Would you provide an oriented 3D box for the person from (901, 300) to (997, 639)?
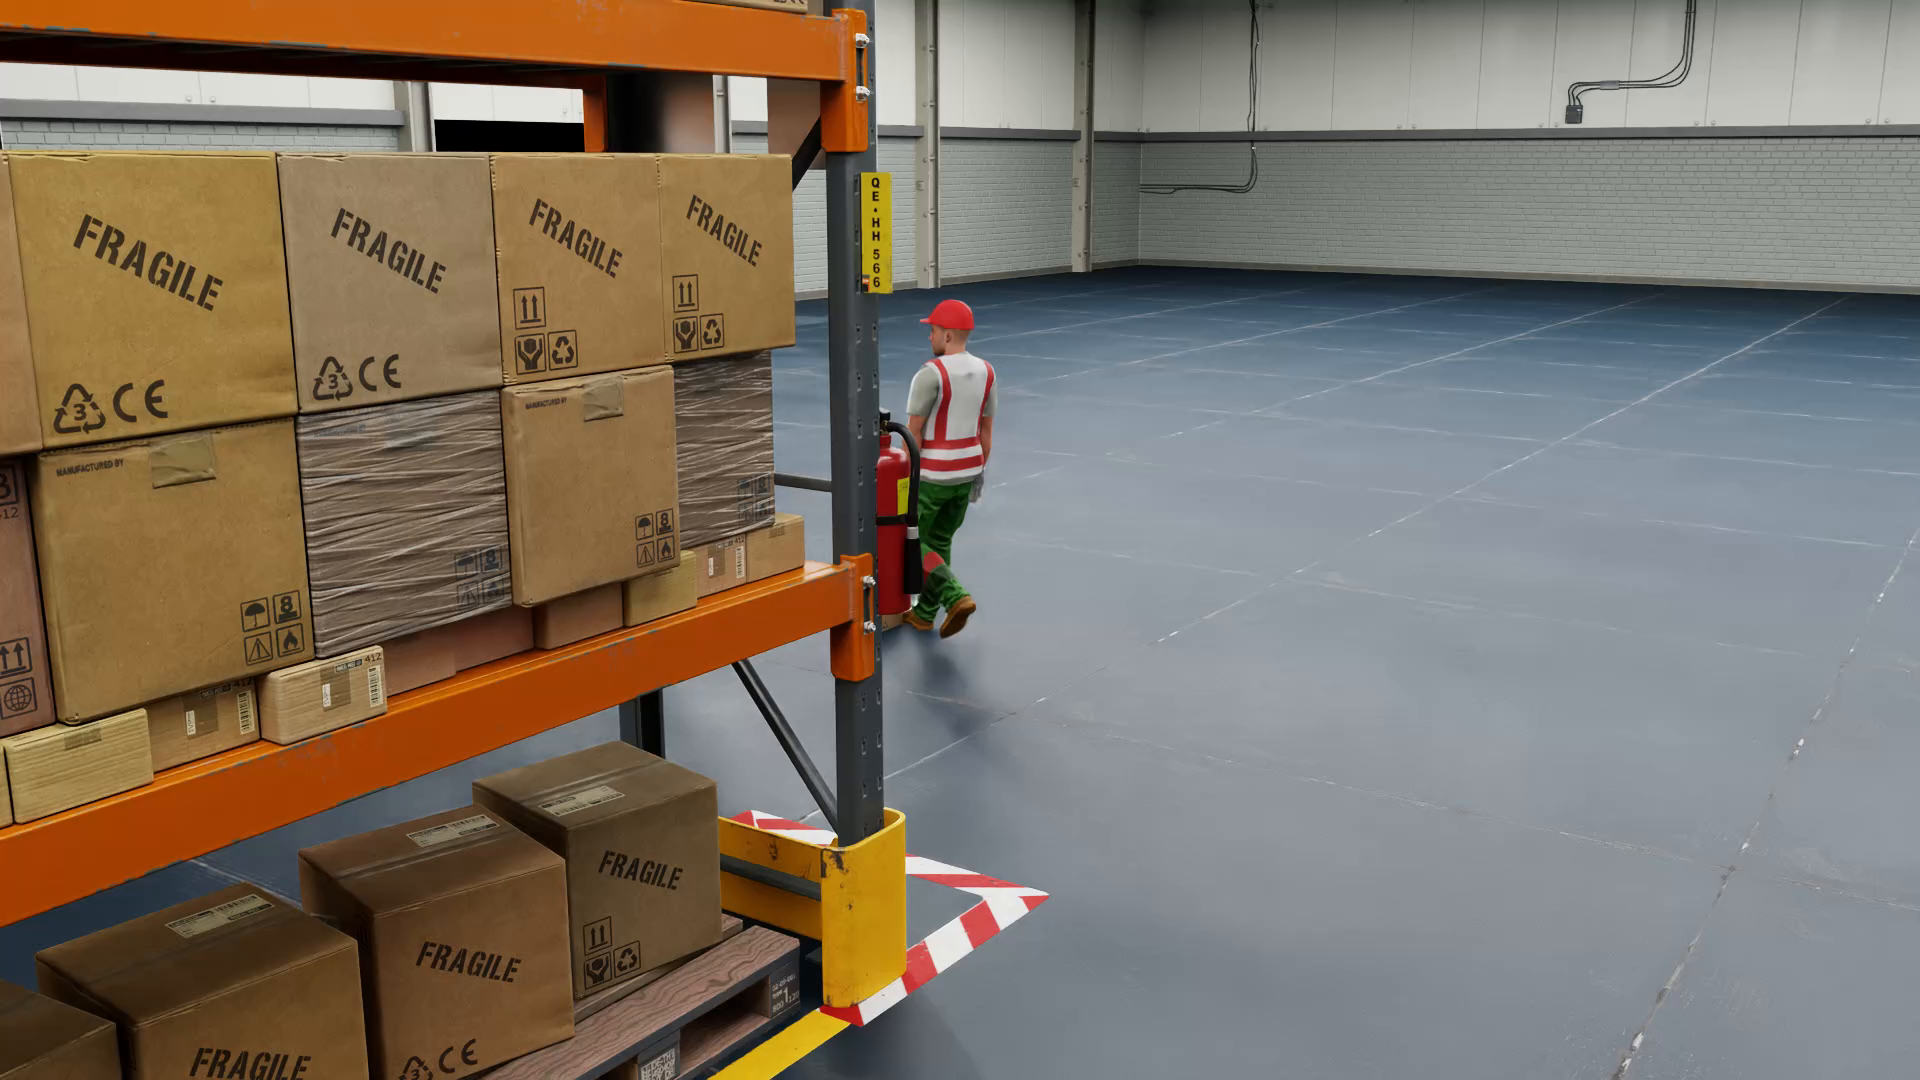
[{"bbox_3d":[-0.117,-0.343,8.500,0.579,1.765,0.849,-11,17,-41],"label":"person"}]
